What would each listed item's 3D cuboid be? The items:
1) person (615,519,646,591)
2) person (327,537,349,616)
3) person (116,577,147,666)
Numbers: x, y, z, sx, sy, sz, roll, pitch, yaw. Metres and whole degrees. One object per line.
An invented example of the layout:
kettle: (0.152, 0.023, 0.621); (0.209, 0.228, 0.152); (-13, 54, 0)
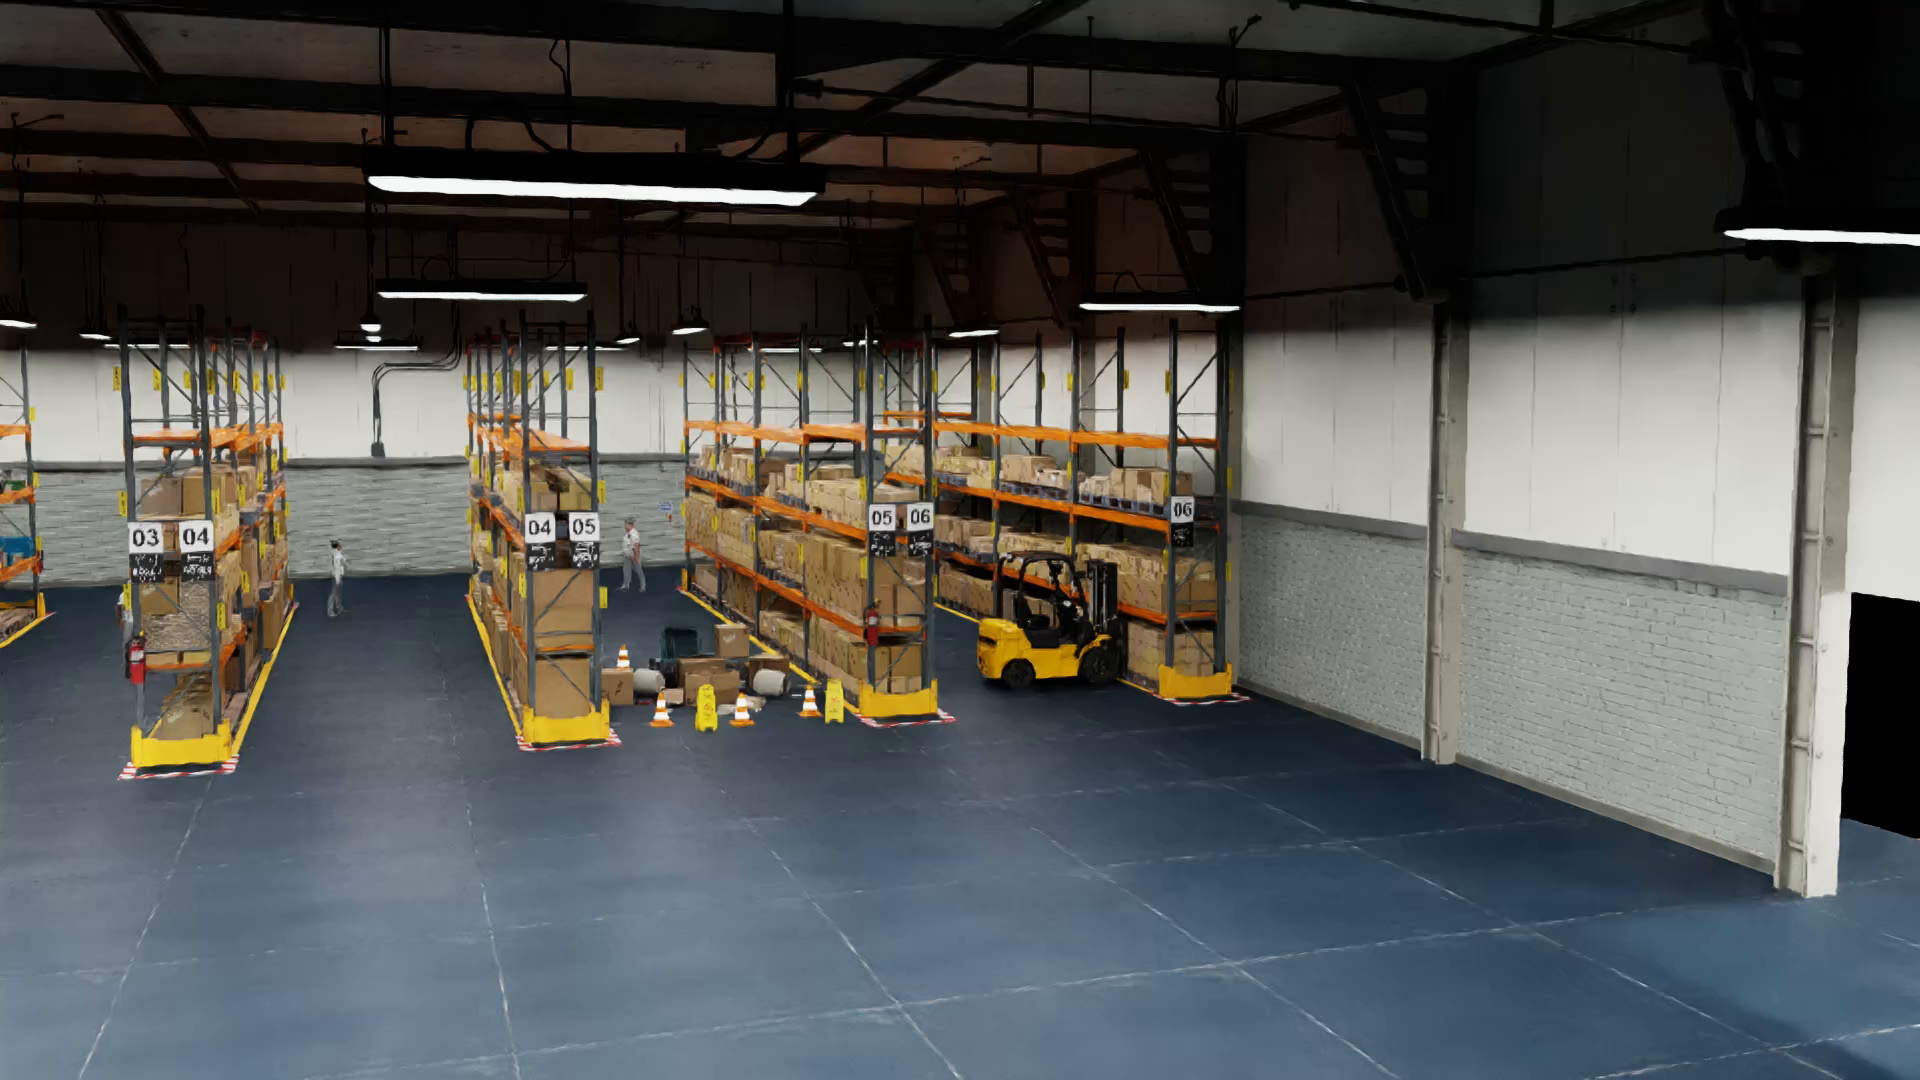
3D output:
person: (-7.866, 0.370, 39.706); (0.635, 1.731, 0.676); (-4, 7, -38)
person: (-13.395, 0.779, 35.747); (0.484, 1.665, 0.647); (-3, 6, -25)
person: (-14.521, 1.424, 29.283); (0.592, 1.629, 0.532); (-2, 6, -21)
